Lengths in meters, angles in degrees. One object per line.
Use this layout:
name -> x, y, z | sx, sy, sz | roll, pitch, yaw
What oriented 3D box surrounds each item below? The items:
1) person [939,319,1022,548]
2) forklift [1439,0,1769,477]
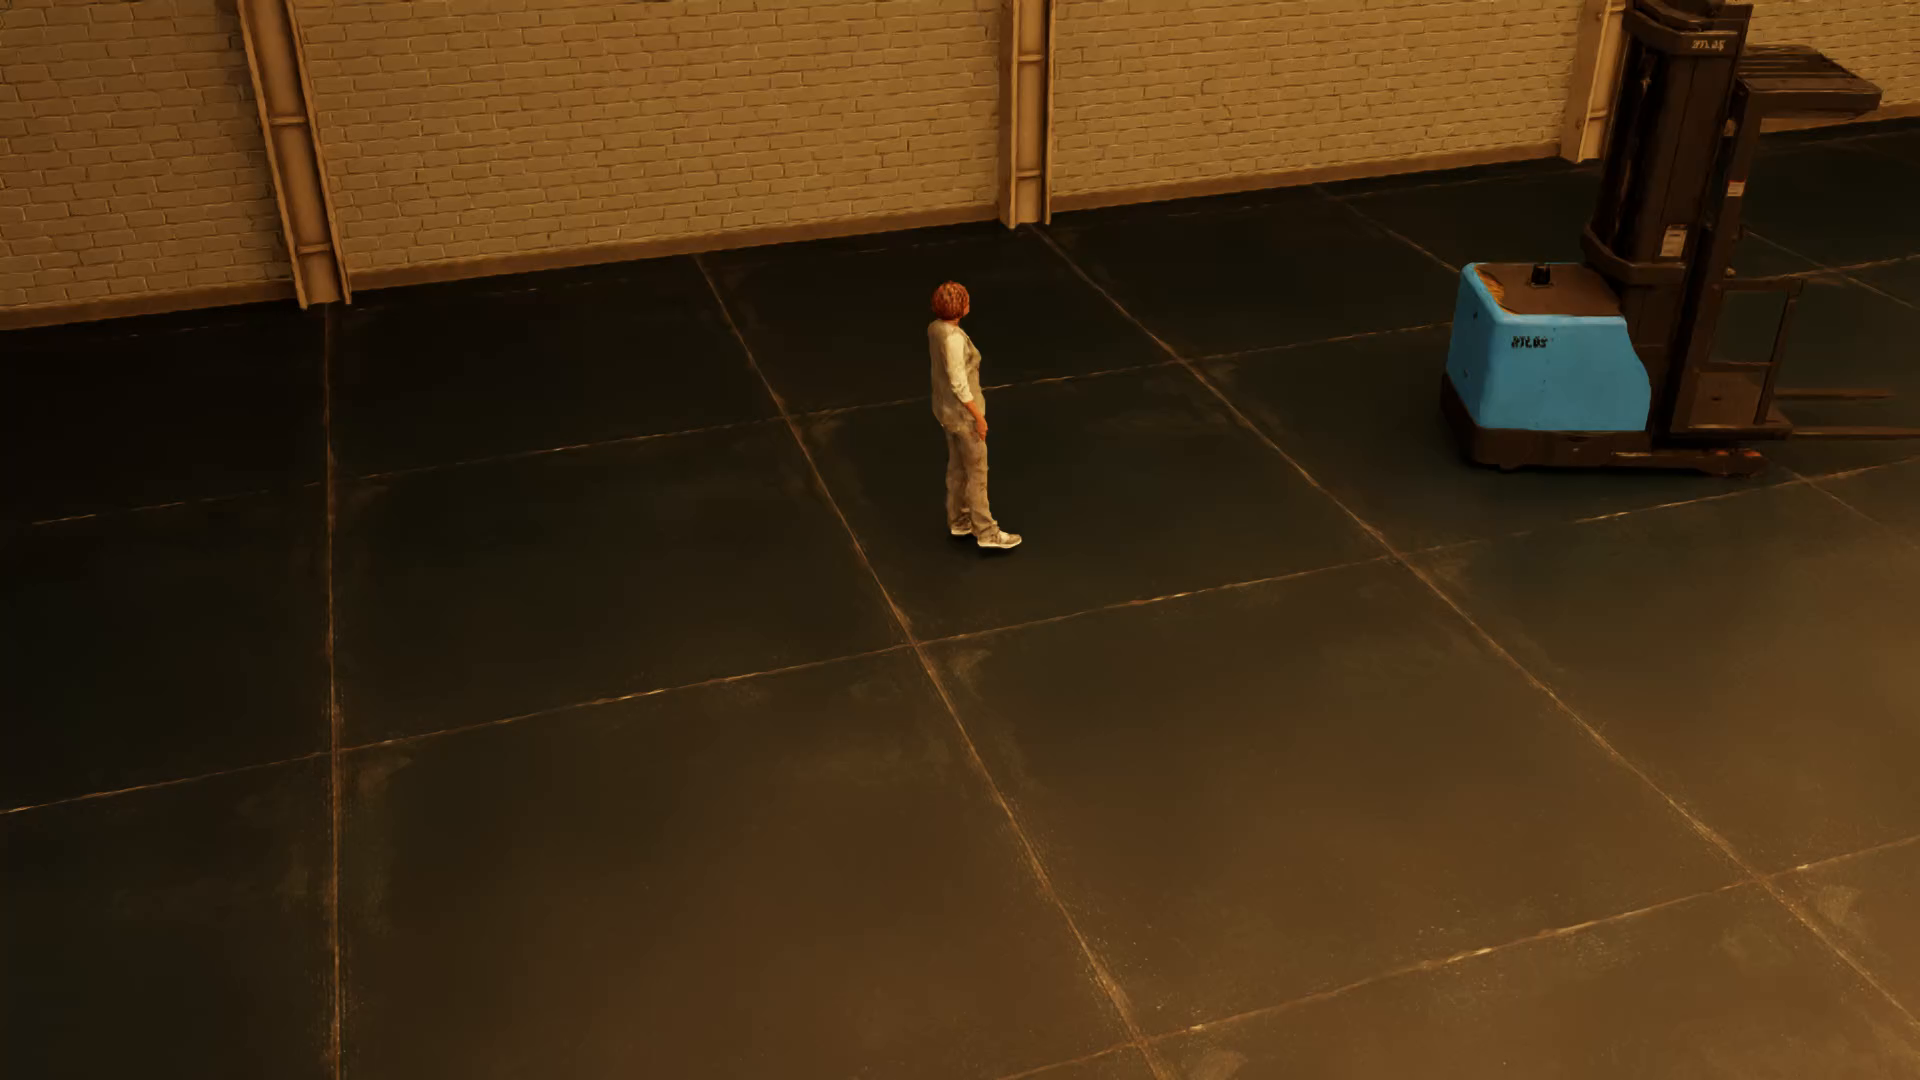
person -> 0.080, -0.636, 9.674 | 0.463, 1.360, 0.521 | -10, 31, -16
forklift -> 4.833, -1.945, 10.467 | 3.031, 2.935, 1.130 | 1, 30, 1
